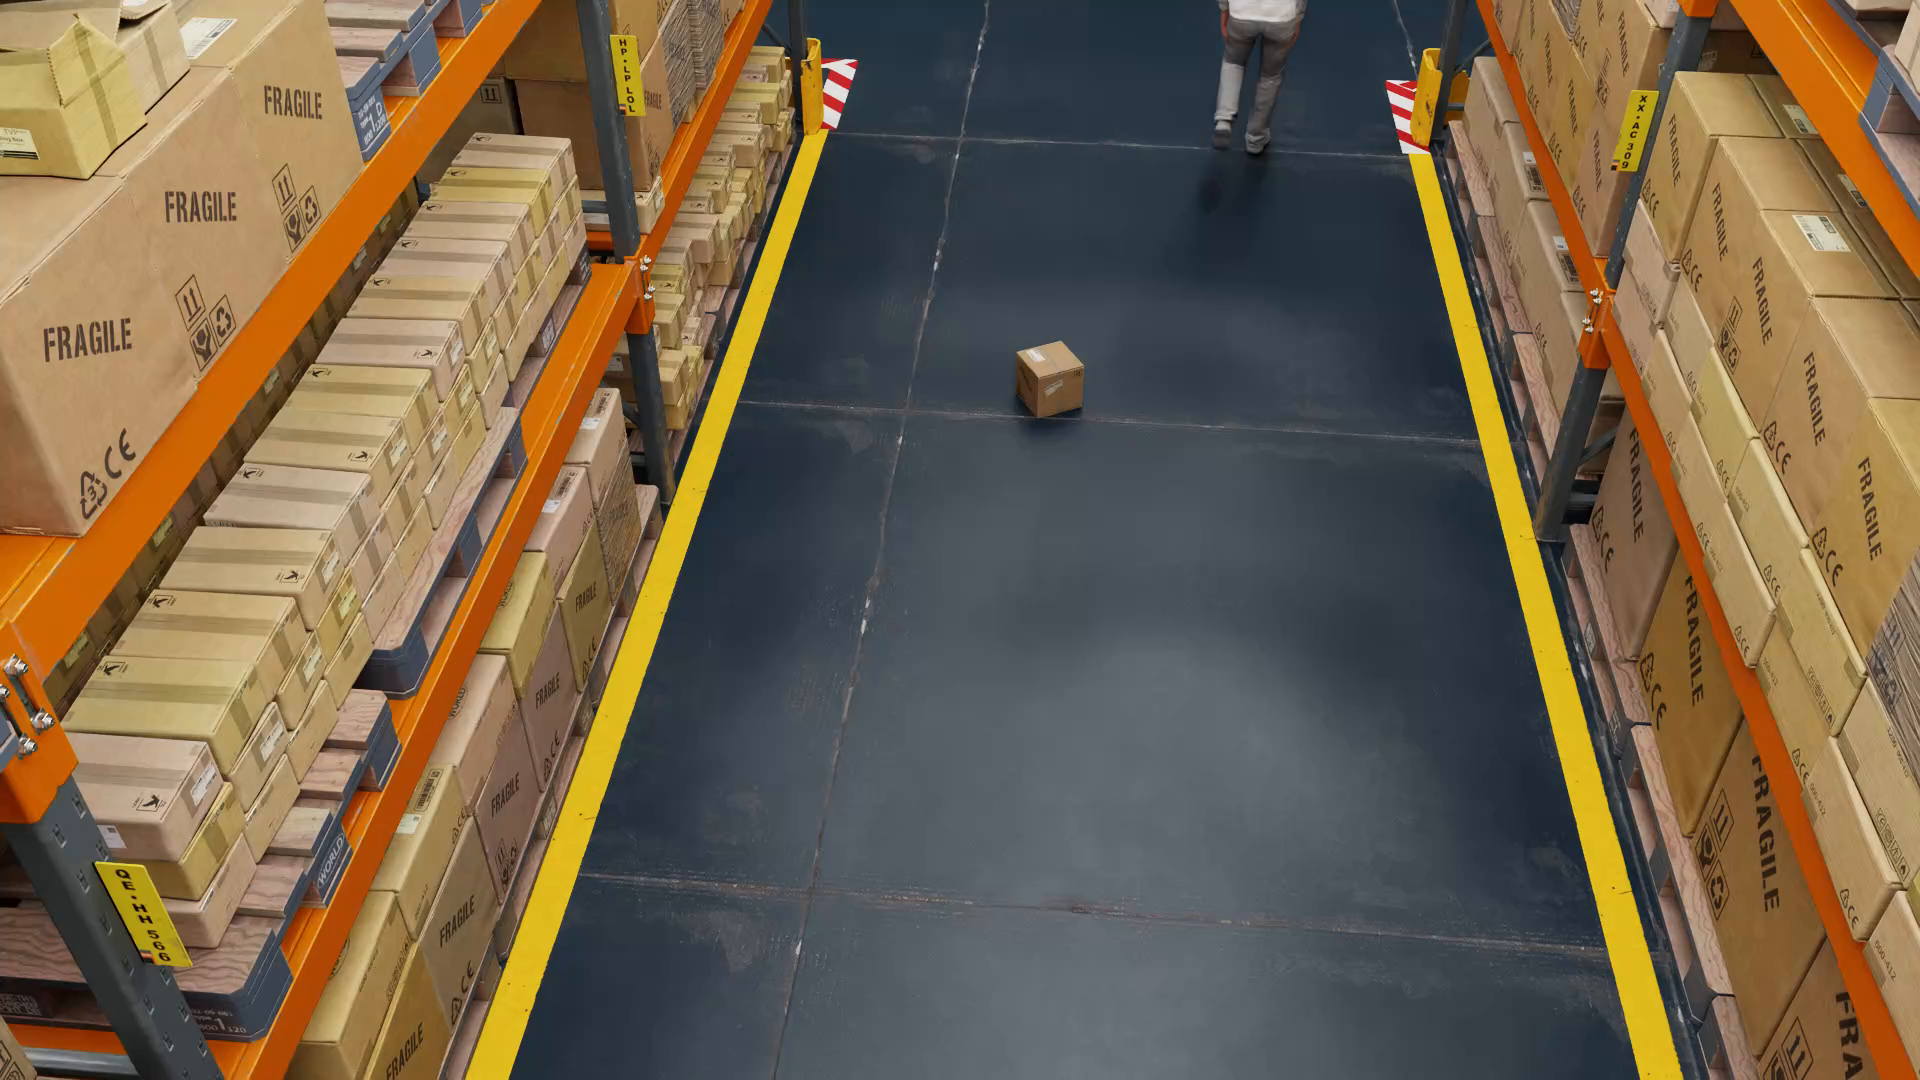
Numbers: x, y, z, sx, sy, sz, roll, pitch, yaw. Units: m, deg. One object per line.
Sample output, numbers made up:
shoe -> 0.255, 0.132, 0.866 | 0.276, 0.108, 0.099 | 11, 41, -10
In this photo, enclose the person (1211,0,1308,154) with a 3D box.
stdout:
person -> 1.780, -3.110, 9.837 | 0.534, 1.762, 0.556 | 12, 41, 14
